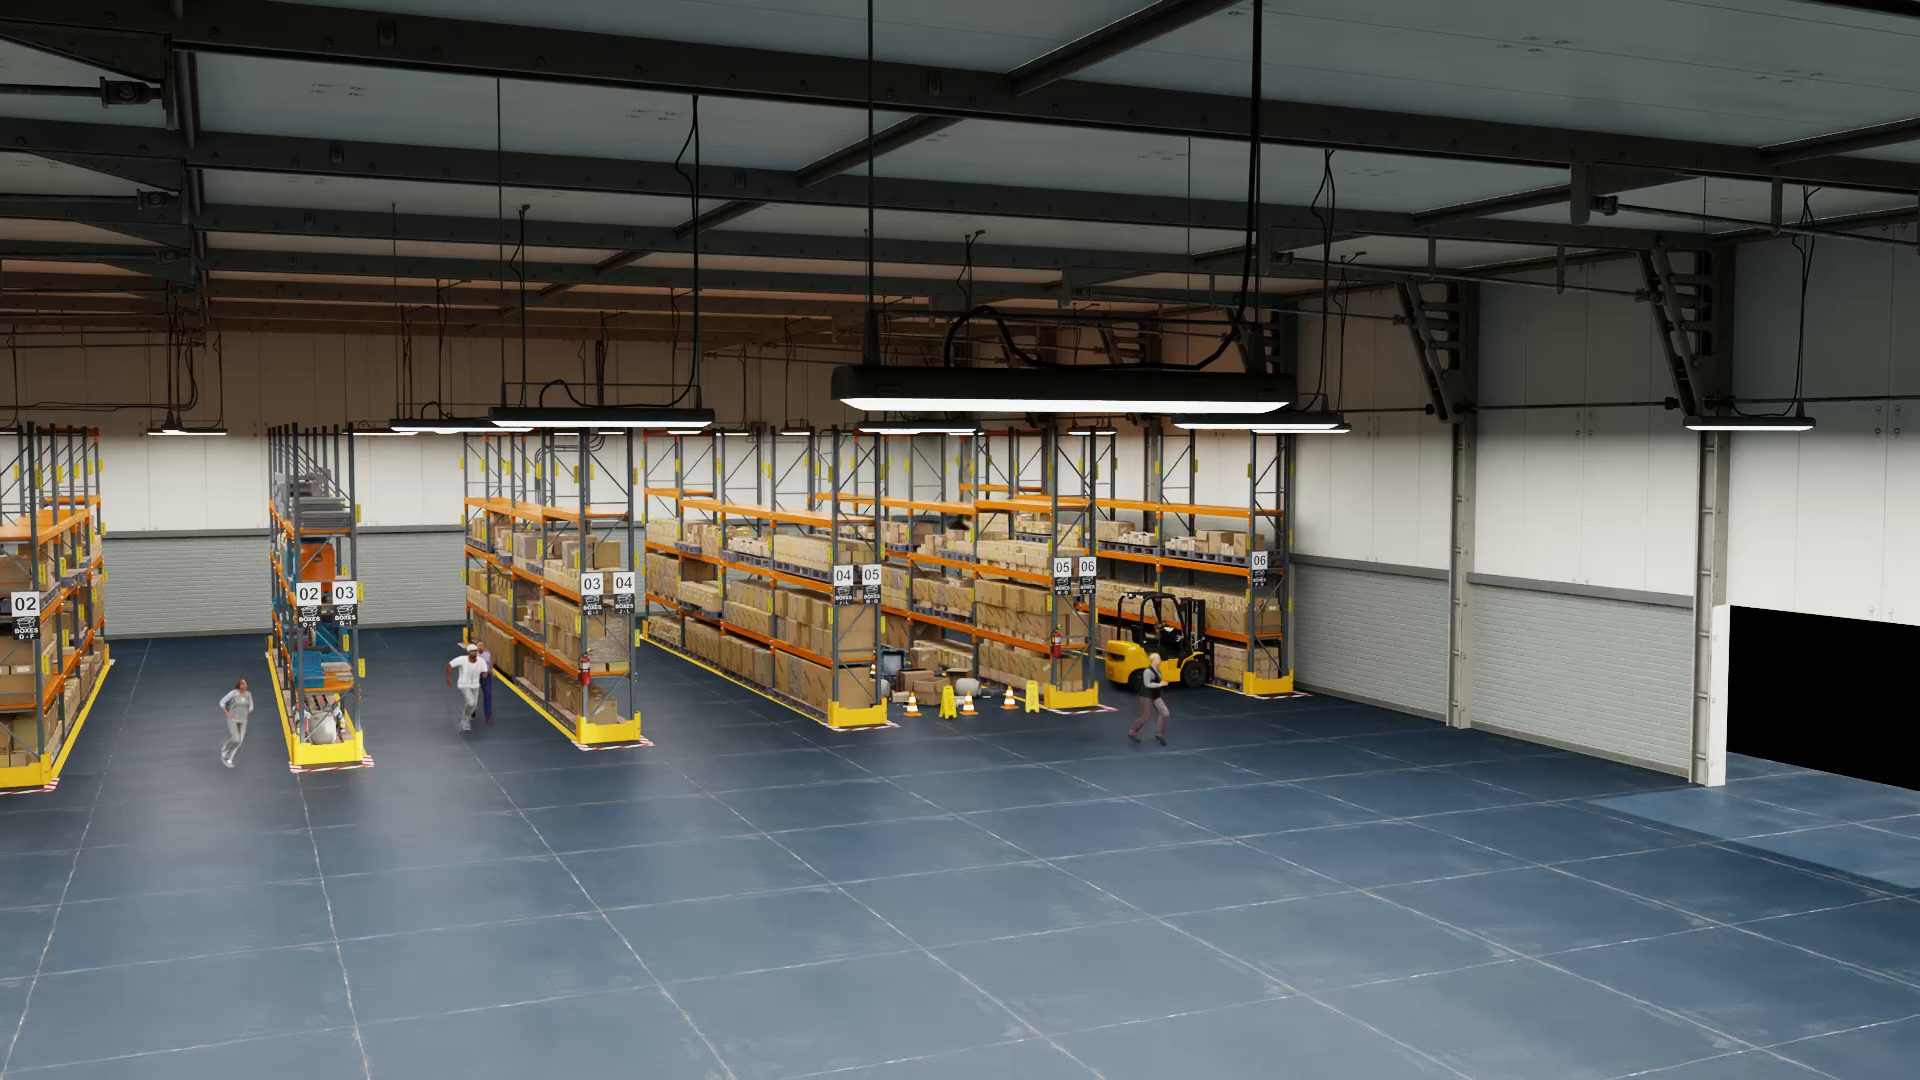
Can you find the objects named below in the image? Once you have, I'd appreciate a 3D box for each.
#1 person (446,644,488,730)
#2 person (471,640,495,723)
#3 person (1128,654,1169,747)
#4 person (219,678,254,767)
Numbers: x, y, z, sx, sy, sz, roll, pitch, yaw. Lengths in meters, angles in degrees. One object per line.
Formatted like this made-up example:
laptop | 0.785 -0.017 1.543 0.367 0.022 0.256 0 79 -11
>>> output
person | -9.545 2.870 32.364 0.744 1.707 0.745 -3 5 -41
person | -9.671 2.842 33.558 0.607 1.615 0.941 -2 4 -29
person | 3.520 2.980 30.966 0.850 1.761 0.678 2 4 31
person | -12.618 3.182 29.092 0.517 1.548 0.525 3 5 41
